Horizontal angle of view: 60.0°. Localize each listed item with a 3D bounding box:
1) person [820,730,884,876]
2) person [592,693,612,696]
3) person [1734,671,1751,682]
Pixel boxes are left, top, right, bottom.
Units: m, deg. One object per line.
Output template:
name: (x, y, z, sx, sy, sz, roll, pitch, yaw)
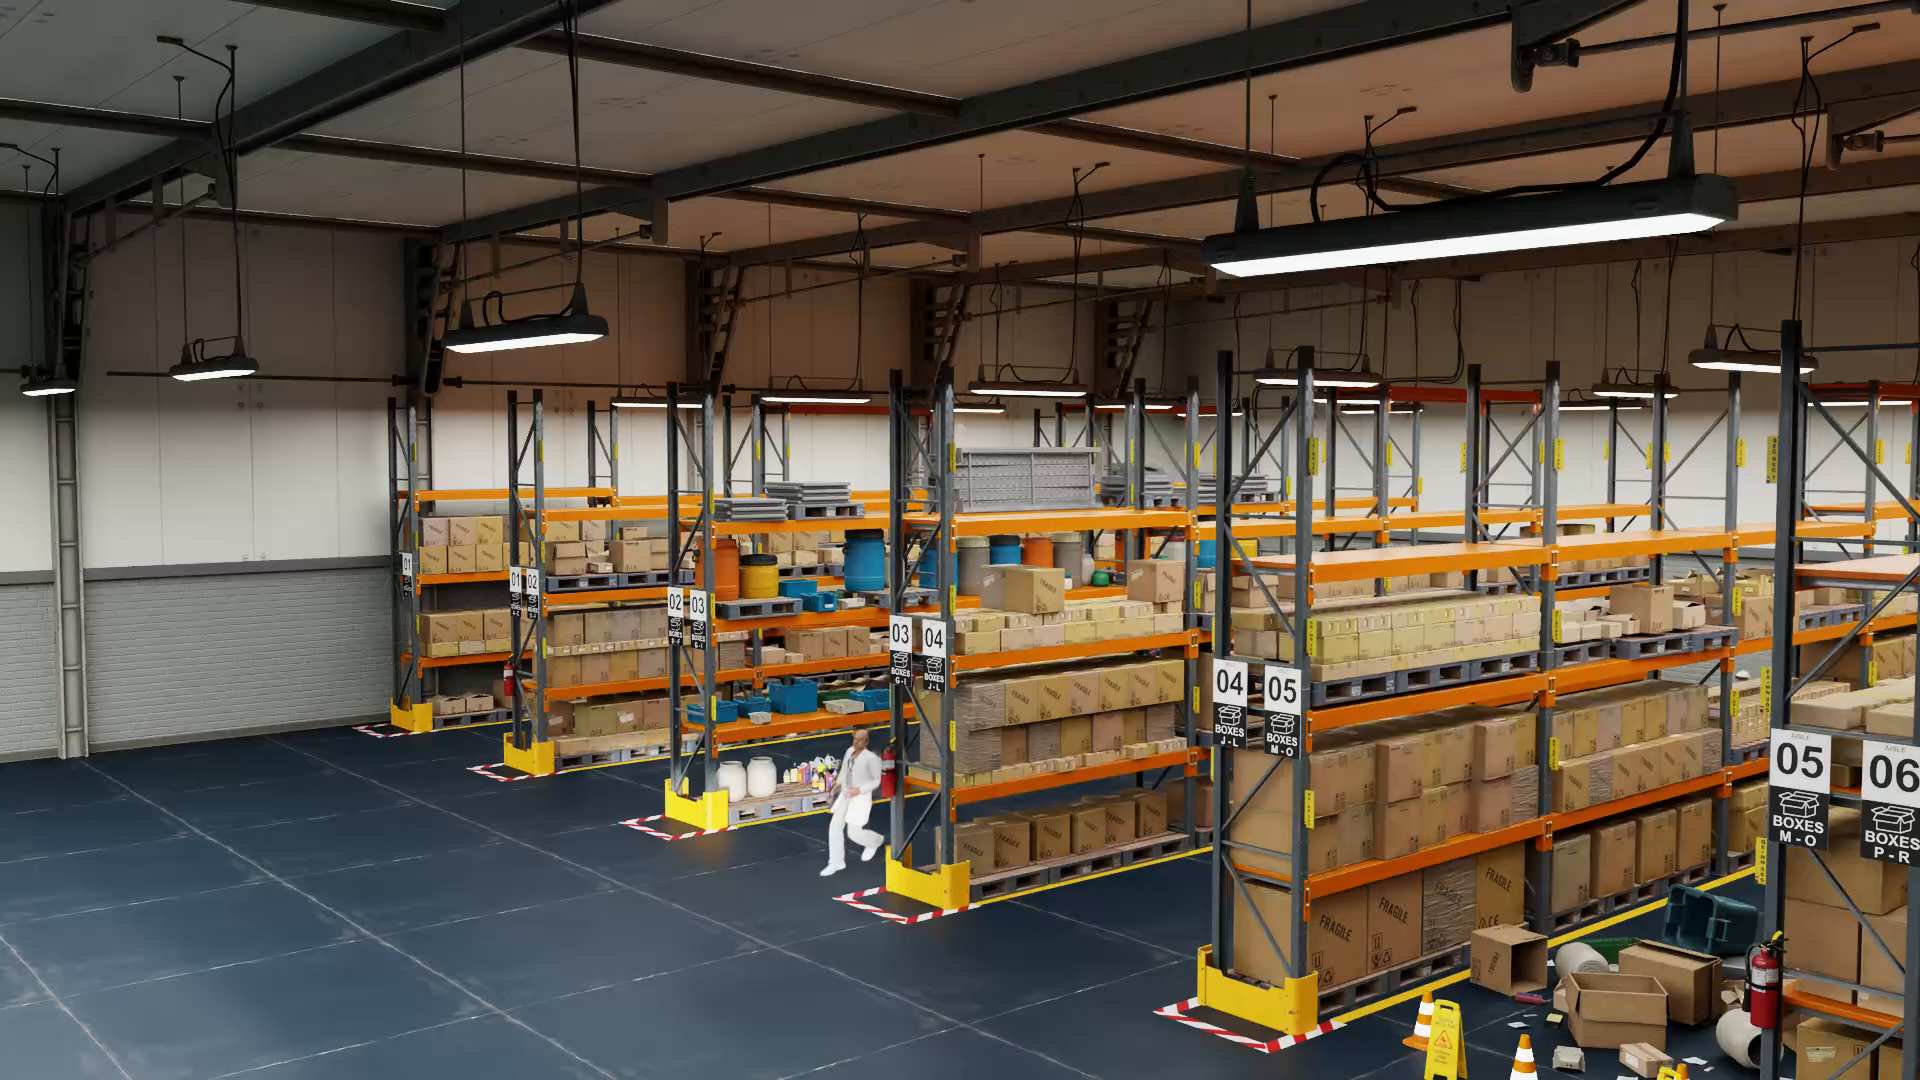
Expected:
person: (-1.208, 3.153, 20.009, 0.749, 1.739, 0.900, 3, 4, 41)
person: (-6.205, 2.647, 28.895, 0.663, 1.711, 0.816, 3, 4, 38)
person: (11.745, 2.833, 25.058, 0.596, 1.734, 0.683, -3, 4, -40)
